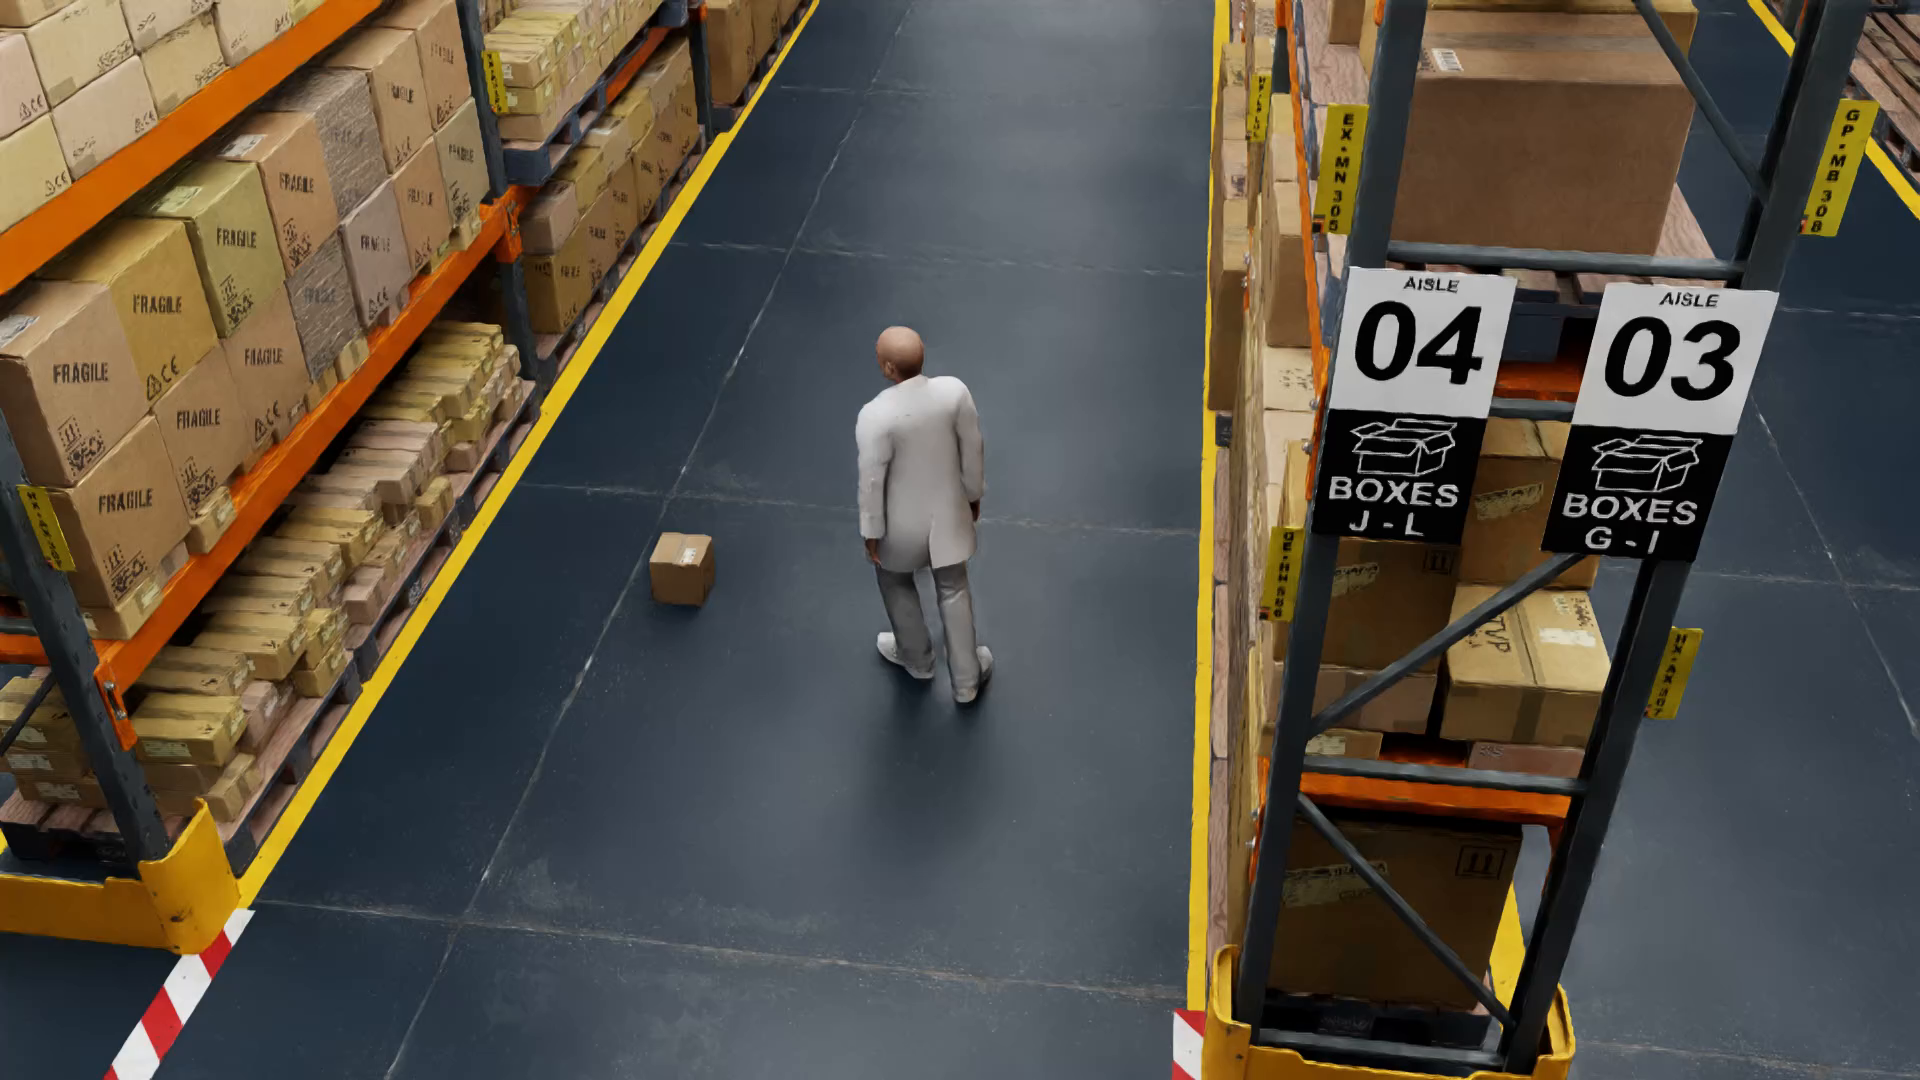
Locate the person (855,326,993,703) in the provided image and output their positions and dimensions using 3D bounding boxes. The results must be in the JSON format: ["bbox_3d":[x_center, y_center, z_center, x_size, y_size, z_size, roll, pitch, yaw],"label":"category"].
[{"bbox_3d":[-0.151,-0.099,7.195,0.612,1.768,0.627,-15,38,-20],"label":"person"}]
